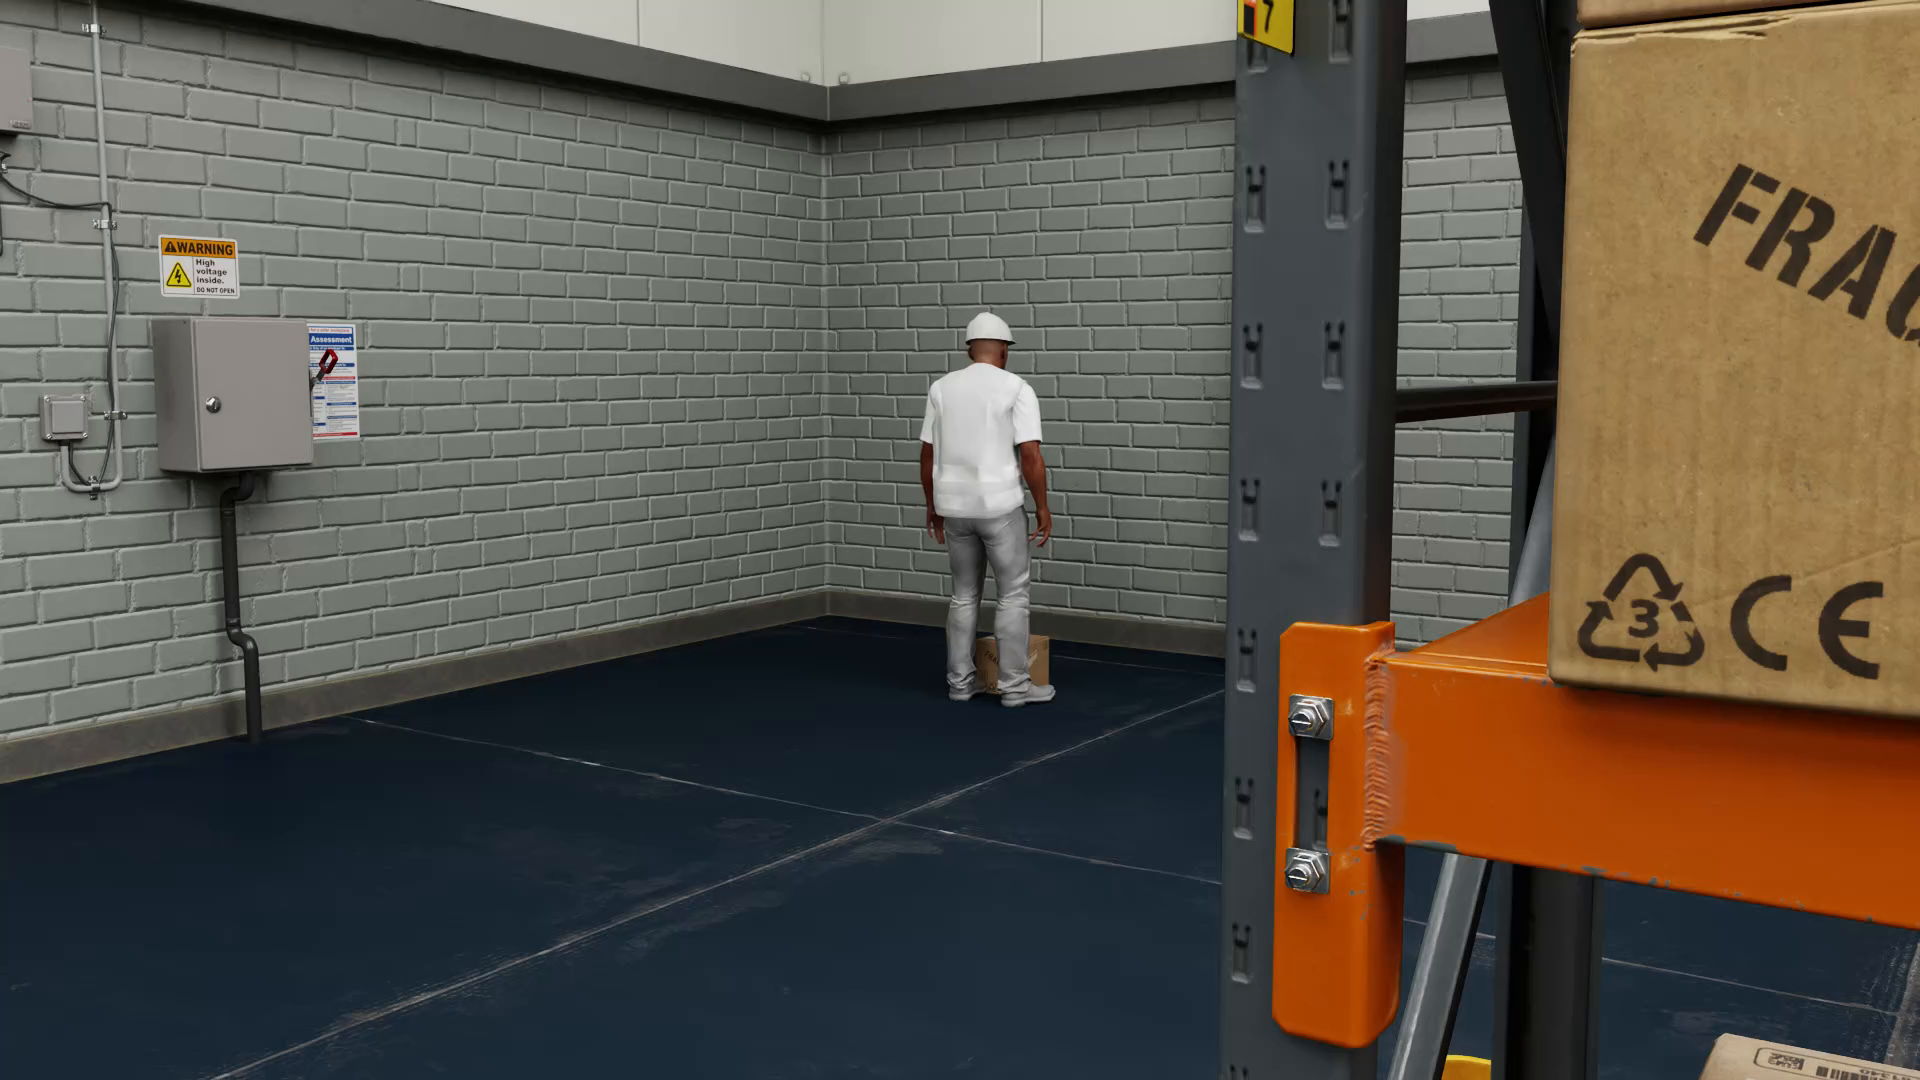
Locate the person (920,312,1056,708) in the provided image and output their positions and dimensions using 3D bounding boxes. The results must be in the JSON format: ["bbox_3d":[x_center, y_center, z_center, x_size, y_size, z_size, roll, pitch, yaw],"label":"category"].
[{"bbox_3d":[0.121,-0.145,7.531,0.632,1.759,0.462,4,7,30],"label":"person"}]
